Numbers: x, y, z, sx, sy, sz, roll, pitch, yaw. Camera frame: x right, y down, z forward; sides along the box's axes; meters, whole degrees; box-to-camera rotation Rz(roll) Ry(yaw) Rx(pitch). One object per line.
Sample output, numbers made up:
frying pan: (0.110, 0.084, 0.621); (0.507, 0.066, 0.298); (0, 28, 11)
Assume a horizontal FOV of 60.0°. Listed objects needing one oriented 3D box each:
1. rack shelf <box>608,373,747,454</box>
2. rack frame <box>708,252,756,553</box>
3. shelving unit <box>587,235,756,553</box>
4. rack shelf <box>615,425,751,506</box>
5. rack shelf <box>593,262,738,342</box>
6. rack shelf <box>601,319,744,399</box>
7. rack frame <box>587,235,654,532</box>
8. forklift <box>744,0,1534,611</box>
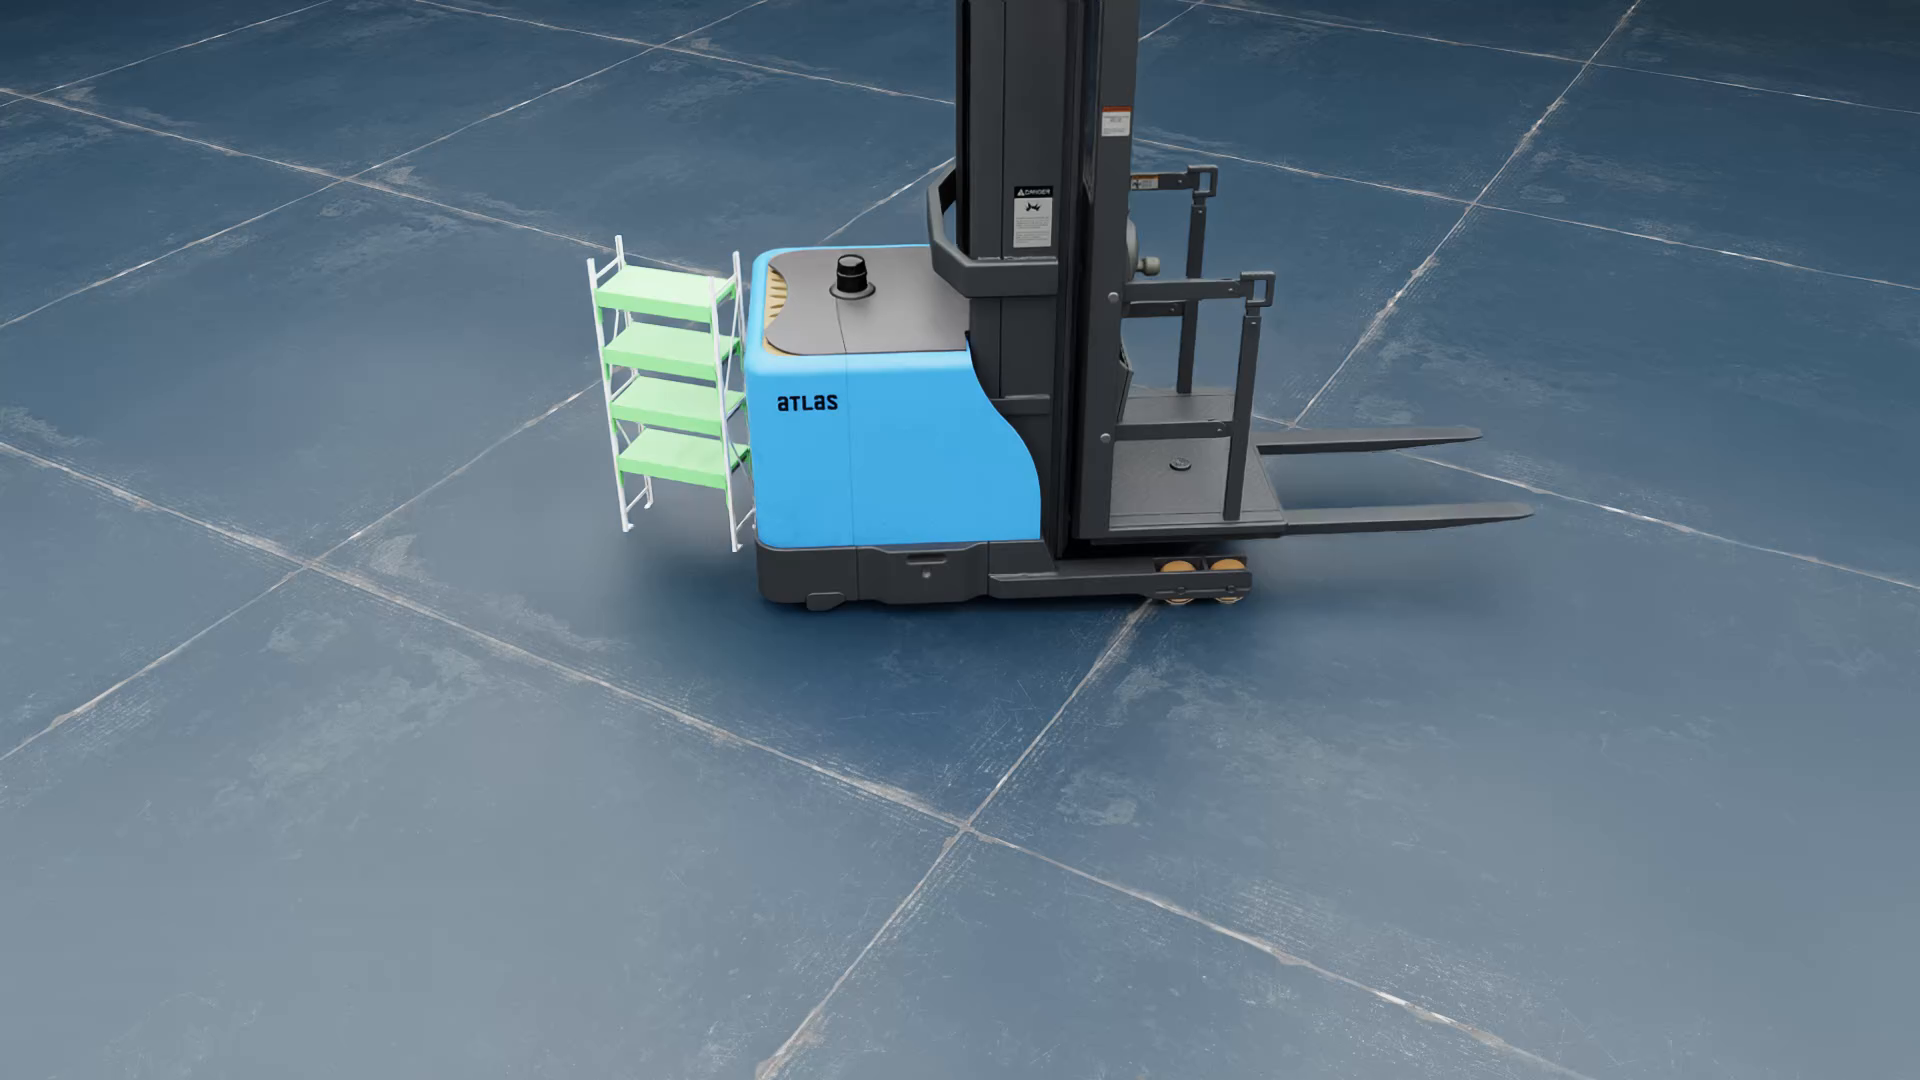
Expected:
rack shelf: (-1.100, -0.500, 6.534); (0.480, 0.148, 0.258); (10, 35, 15)
rack frame: (-0.868, -0.511, 6.435); (0.015, 1.200, 0.240); (10, 35, 15)
shelving unit: (-1.100, -0.553, 6.498); (0.503, 1.200, 0.258); (10, 35, 15)
rack shelf: (-1.100, -0.300, 6.667); (0.480, 0.148, 0.258); (10, 35, 15)
rack shelf: (-1.100, -0.900, 6.268); (0.480, 0.148, 0.258); (10, 35, 15)
rack shelf: (-1.100, -0.700, 6.401); (0.480, 0.148, 0.258); (10, 35, 15)
rack frame: (-1.332, -0.595, 6.561); (0.015, 1.200, 0.240); (10, 35, 15)
forklift: (0.716, -1.265, 6.005); (3.031, 2.935, 1.130); (-2, 34, -3)
